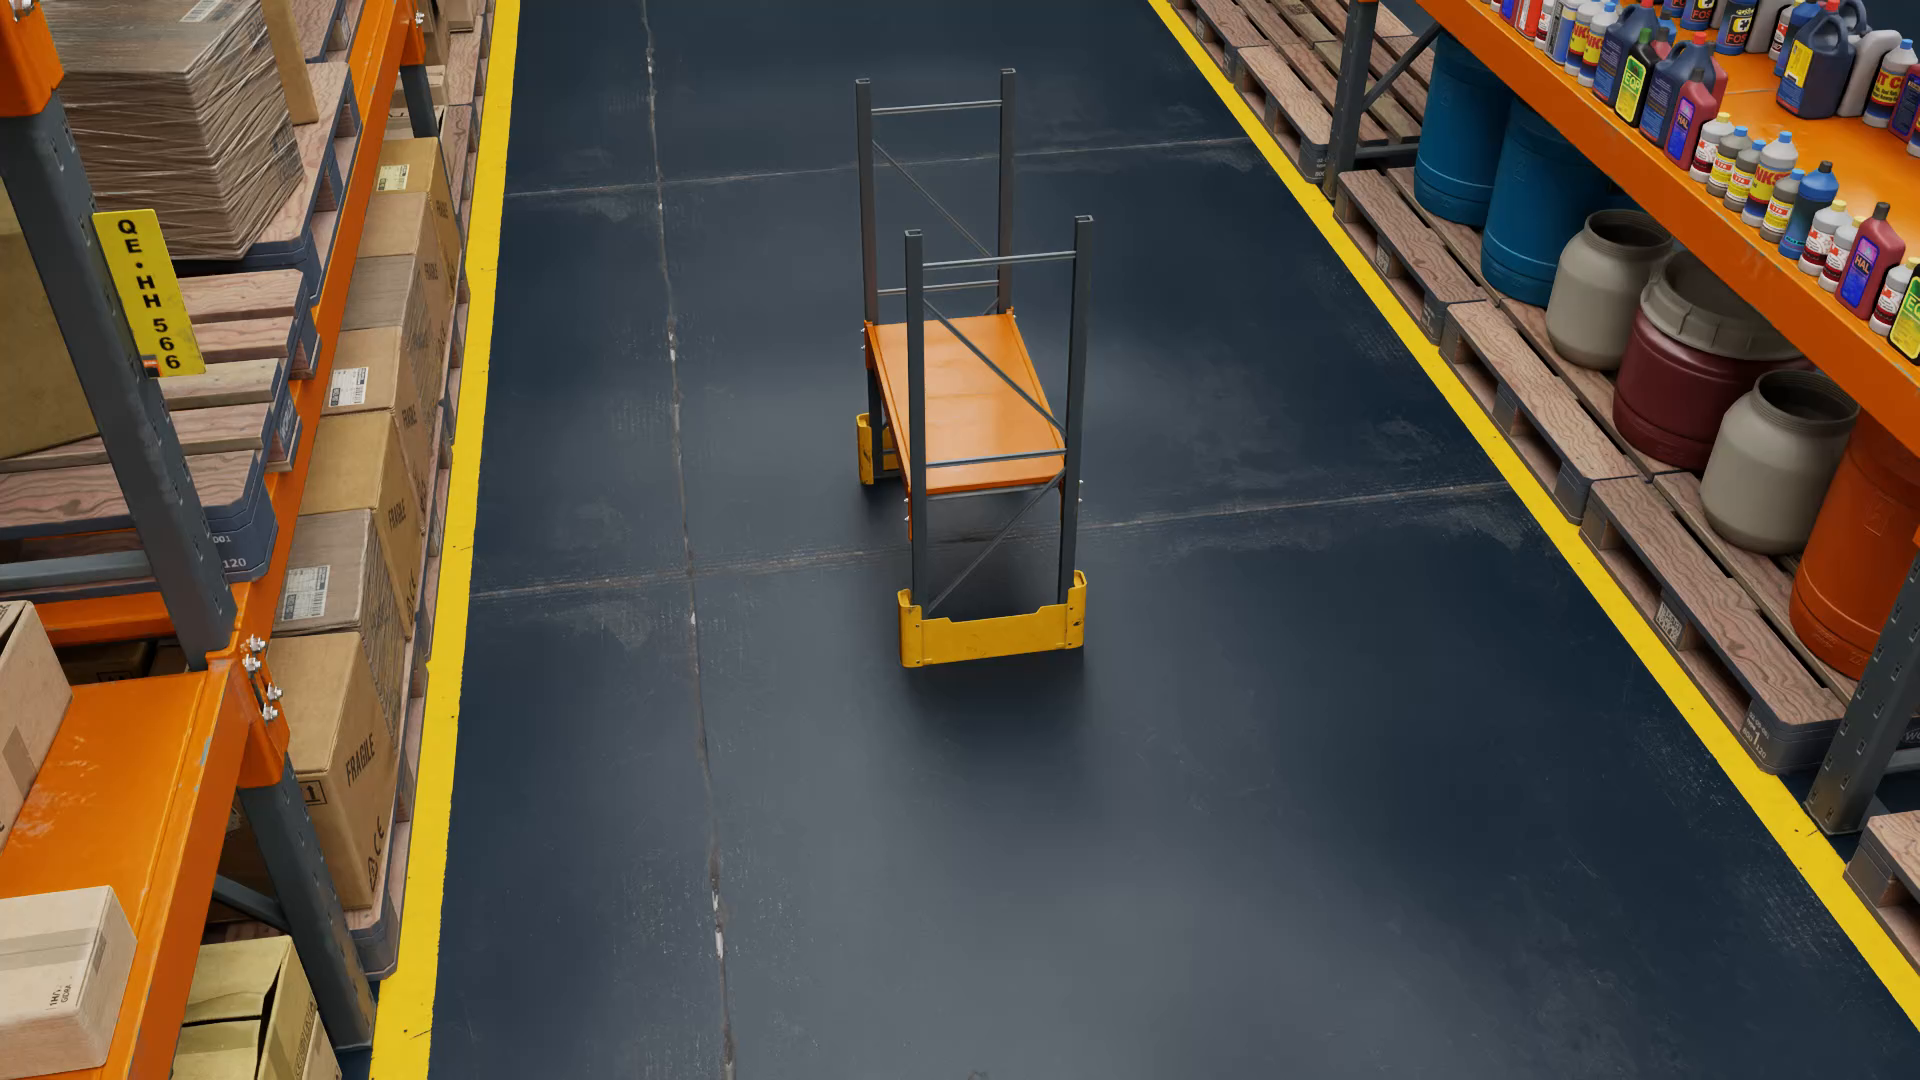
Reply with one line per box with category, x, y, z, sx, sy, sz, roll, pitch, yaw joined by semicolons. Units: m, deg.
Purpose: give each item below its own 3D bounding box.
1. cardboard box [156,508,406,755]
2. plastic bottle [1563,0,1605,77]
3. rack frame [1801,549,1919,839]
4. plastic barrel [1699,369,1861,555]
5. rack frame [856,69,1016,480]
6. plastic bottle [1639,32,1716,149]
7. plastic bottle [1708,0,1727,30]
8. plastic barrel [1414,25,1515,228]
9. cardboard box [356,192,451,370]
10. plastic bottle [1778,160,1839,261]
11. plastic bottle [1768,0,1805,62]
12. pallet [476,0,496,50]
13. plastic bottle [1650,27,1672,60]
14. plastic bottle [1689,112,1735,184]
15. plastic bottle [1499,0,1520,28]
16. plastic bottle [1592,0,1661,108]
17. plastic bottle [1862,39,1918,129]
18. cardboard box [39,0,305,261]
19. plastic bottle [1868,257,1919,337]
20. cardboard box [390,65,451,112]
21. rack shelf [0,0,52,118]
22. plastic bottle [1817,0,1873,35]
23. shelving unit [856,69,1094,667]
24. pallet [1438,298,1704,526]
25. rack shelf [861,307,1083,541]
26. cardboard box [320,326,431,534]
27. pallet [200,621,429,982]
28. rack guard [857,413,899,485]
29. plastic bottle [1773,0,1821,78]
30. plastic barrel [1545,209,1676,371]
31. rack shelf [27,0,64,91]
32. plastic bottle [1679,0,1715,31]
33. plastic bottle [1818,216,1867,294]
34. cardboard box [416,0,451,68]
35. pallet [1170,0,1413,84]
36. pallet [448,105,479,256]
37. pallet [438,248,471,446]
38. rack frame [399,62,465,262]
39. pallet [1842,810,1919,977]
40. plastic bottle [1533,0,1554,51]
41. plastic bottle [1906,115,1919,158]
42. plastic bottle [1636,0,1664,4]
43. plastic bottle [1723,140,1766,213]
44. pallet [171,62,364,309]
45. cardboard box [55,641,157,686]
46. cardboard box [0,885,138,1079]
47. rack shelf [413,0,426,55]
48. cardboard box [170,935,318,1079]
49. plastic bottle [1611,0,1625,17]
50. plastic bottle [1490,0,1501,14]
cardboard box;-1.857;0.285;4.617;0.500;0.500;0.500;-8;38;-10
plastic bottle;2.117;-1.710;5.611;0.097;0.271;0.097;0;38;0
rack frame;2.916;-0.438;3.869;1.000;3.000;0.127;-6;38;-8
plastic barrel;2.626;-0.246;5.308;0.421;0.512;0.421;0;38;0
rack frame;-0.074;-0.848;5.619;0.500;1.500;0.032;-6;38;-8
plastic bottle;2.238;-1.408;5.157;0.144;0.351;0.185;-6;38;-8
plastic bottle;2.778;-1.995;5.974;0.152;0.276;0.135;-6;38;-8
plastic barrel;2.293;-1.861;7.068;0.600;0.901;0.708;-6;38;-8
cardboard box;-2.216;-0.943;6.198;0.500;0.500;0.500;-6;38;-8
plastic bottle;2.348;-0.914;4.587;0.097;0.271;0.097;0;38;0
plastic bottle;2.866;-1.758;5.730;0.097;0.201;0.097;0;38;0
pallet;-3.210;-3.111;9.582;1.003;0.211;1.213;-6;38;-8
plastic bottle;2.229;-1.479;5.304;0.061;0.283;0.133;-6;38;-8
plastic bottle;2.263;-1.181;4.987;0.097;0.201;0.097;0;38;0
plastic bottle;2.015;-2.004;5.980;0.061;0.283;0.133;-6;38;-8
plastic bottle;2.182;-1.600;5.405;0.144;0.351;0.185;-6;38;-8
plastic bottle;2.962;-1.454;5.281;0.097;0.271;0.097;0;38;0
cardboard box;-2.155;-1.054;4.238;0.700;0.500;0.500;0;38;1
plastic bottle;2.423;-0.630;4.277;0.097;0.201;0.097;0;38;0
cardboard box;-2.685;-2.176;8.057;0.380;0.166;0.250;-6;38;-8
rack shelf;-1.611;0.400;0.931;1.077;0.370;4.000;-6;38;-8
plastic bottle;2.891;-1.649;5.468;0.144;0.351;0.185;-6;38;-8
shelving unit;0.013;-0.546;5.231;0.587;1.500;1.083;-6;38;-8
pallet;2.526;-0.544;6.278;1.003;0.211;1.213;-6;38;-8
rack shelf;0.015;-0.399;5.334;0.538;0.185;1.000;-6;38;-8
cardboard box;-2.037;-0.333;5.413;0.500;0.500;0.500;-7;38;-9
pallet;-2.055;0.739;4.627;1.003;0.211;1.213;-6;38;-8
rack guard;-0.074;-0.353;6.001;0.587;0.250;0.087;-6;38;-8
plastic bottle;2.830;-1.699;5.597;0.097;0.271;0.097;0;38;0
plastic barrel;2.428;-0.929;6.186;0.421;0.512;0.421;0;38;0
rack shelf;-2.312;-2.016;4.041;1.077;0.370;4.000;-6;38;-8
plastic bottle;2.659;-1.969;5.944;0.097;0.271;0.097;0;38;0
plastic bottle;2.382;-0.769;4.457;0.097;0.201;0.097;0;38;0
cardboard box;-2.997;-2.646;8.387;0.797;0.503;0.637;-6;38;-8
pallet;1.830;-2.931;9.351;1.003;0.211;1.213;-6;38;-8
pallet;-2.782;-1.637;7.685;1.003;0.211;1.213;-6;38;-8
pallet;-2.483;-0.735;6.524;1.003;0.211;1.213;-6;38;-8
rack frame;-2.663;-2.323;6.296;1.000;3.000;0.127;-6;38;-8
pallet;3.014;1.135;4.117;1.003;0.211;1.213;-6;38;-8
plastic bottle;2.076;-1.823;5.813;0.097;0.201;0.097;0;38;0
plastic bottle;3.003;-1.314;5.102;0.097;0.271;0.097;0;38;0
plastic bottle;2.588;-2.187;6.161;0.144;0.351;0.185;-6;38;-8
plastic bottle;2.297;-1.063;4.835;0.097;0.201;0.097;0;38;0
pallet;-2.307;-1.006;4.756;1.003;0.211;1.213;-6;38;-8
cardboard box;-2.356;0.366;4.512;0.500;0.500;0.500;-5;38;-6
cardboard box;-1.532;0.705;2.602;0.380;0.149;0.250;-6;38;-8
rack shelf;-3.013;-3.247;8.071;1.077;0.370;4.000;-6;38;-8
cardboard box;-1.627;1.081;3.355;0.500;0.311;0.500;-5;38;-7
plastic bottle;2.243;-1.780;5.758;0.097;0.201;0.097;0;38;0
plastic bottle;2.012;-2.043;6.097;0.097;0.201;0.097;0;38;0
